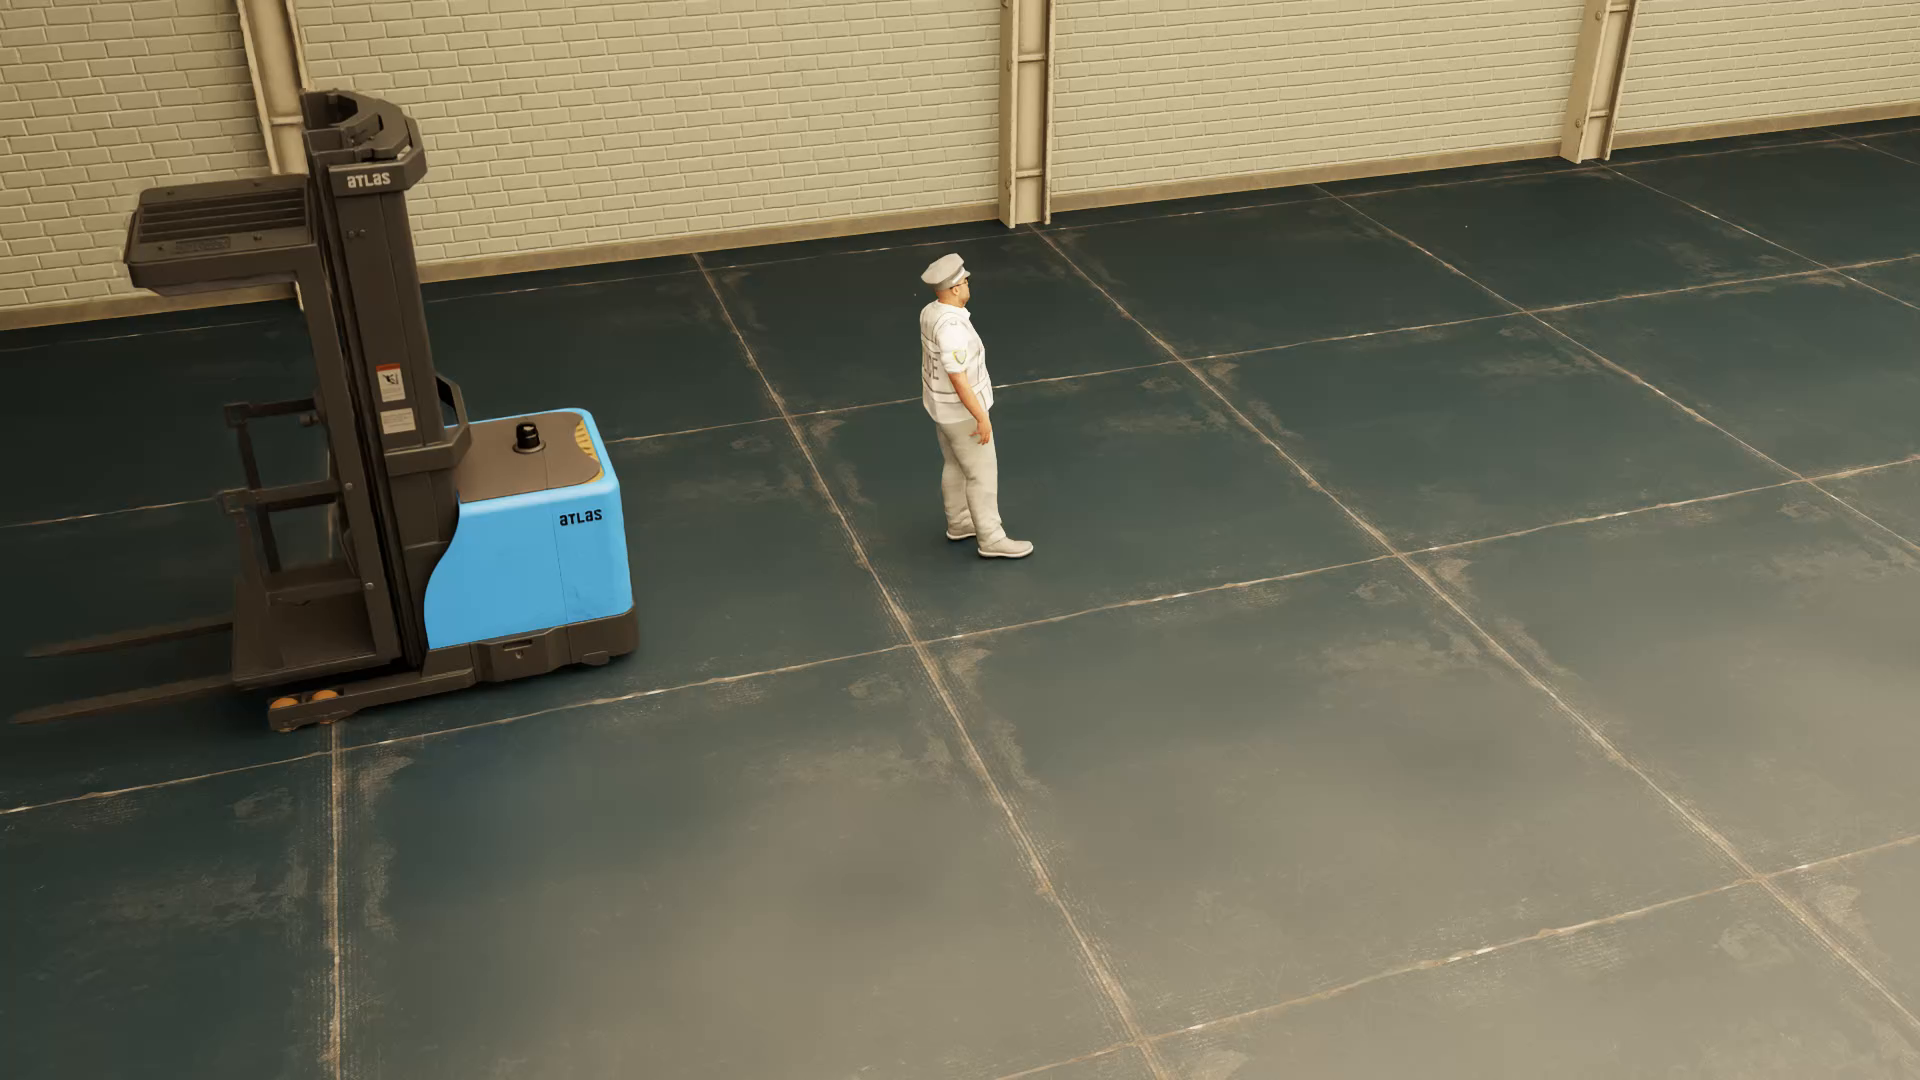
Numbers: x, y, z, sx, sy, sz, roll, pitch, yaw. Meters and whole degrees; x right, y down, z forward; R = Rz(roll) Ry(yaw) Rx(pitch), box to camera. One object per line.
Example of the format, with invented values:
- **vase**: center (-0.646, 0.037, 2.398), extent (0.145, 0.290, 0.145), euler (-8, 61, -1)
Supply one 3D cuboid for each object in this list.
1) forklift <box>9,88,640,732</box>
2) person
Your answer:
- **forklift**: center (-3.291, -0.606, 8.140), extent (3.031, 2.935, 1.130), euler (-10, 32, -17)
- **person**: center (0.078, -0.787, 9.590), extent (0.574, 1.781, 0.641), euler (-10, 31, -16)
